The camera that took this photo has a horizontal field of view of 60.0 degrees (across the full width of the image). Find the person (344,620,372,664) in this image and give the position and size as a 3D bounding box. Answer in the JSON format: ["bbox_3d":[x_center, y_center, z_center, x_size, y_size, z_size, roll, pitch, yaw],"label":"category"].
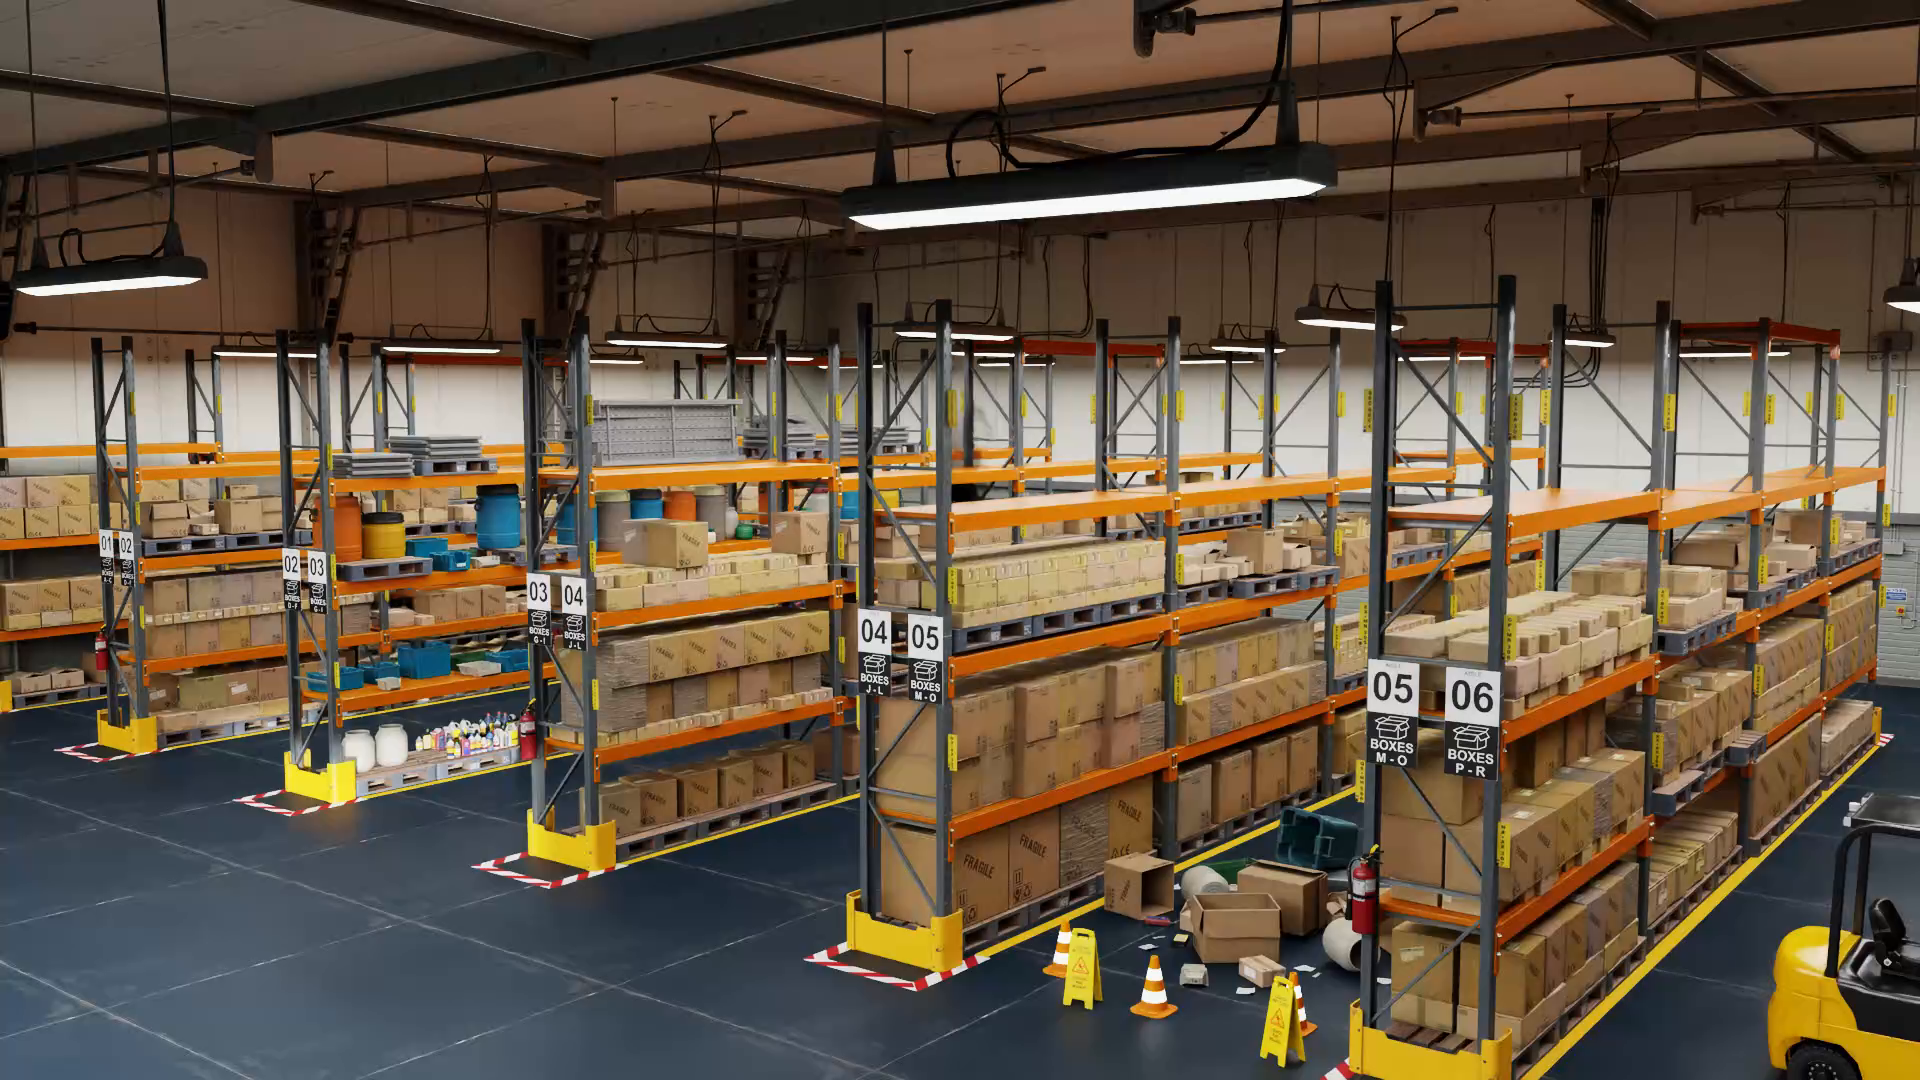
[{"bbox_3d":[-10.625,1.813,29.003,0.594,1.747,0.734,4,6,38],"label":"person"}]
